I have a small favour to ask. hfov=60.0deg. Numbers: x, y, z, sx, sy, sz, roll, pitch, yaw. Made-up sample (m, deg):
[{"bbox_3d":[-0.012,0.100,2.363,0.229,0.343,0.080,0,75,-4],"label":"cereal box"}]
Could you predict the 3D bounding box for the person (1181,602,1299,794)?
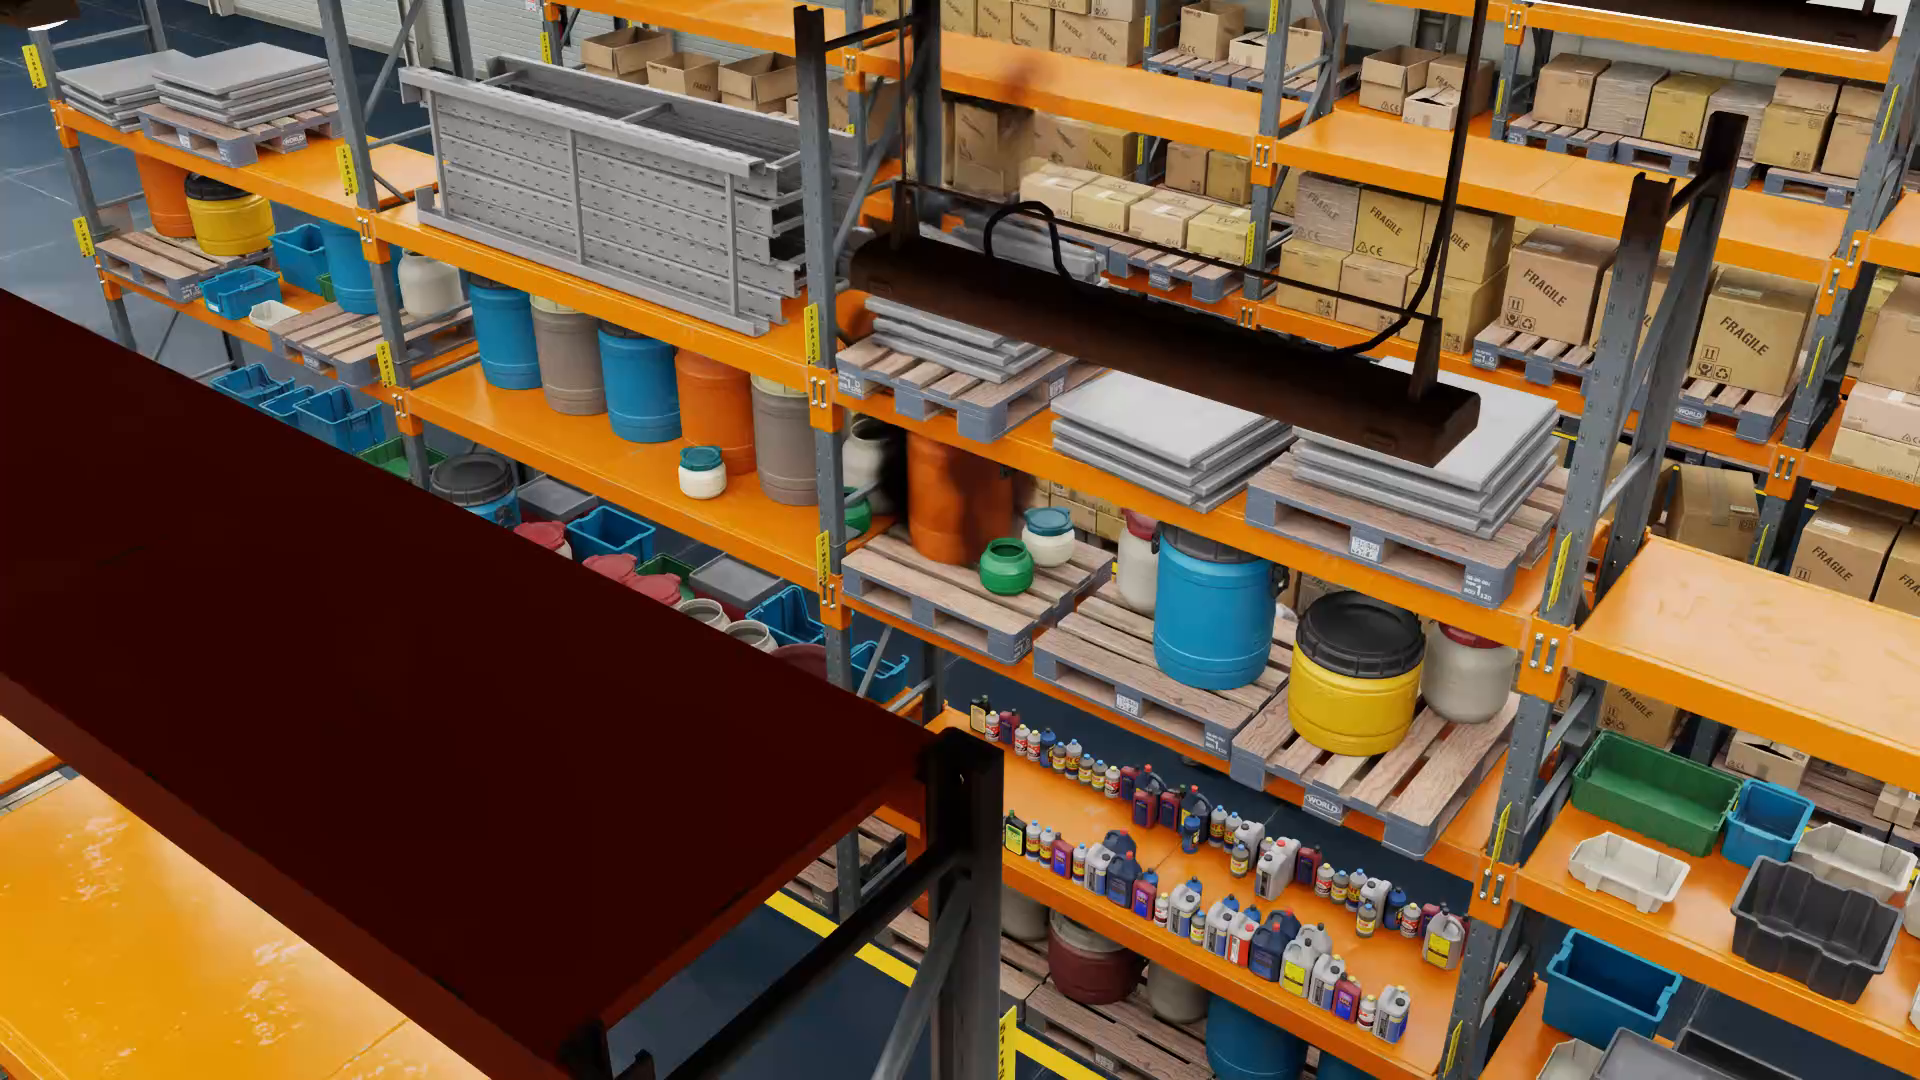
[{"bbox_3d":[2.060,1.013,11.858,0.925,1.810,0.650,13,34,20],"label":"person"}]
